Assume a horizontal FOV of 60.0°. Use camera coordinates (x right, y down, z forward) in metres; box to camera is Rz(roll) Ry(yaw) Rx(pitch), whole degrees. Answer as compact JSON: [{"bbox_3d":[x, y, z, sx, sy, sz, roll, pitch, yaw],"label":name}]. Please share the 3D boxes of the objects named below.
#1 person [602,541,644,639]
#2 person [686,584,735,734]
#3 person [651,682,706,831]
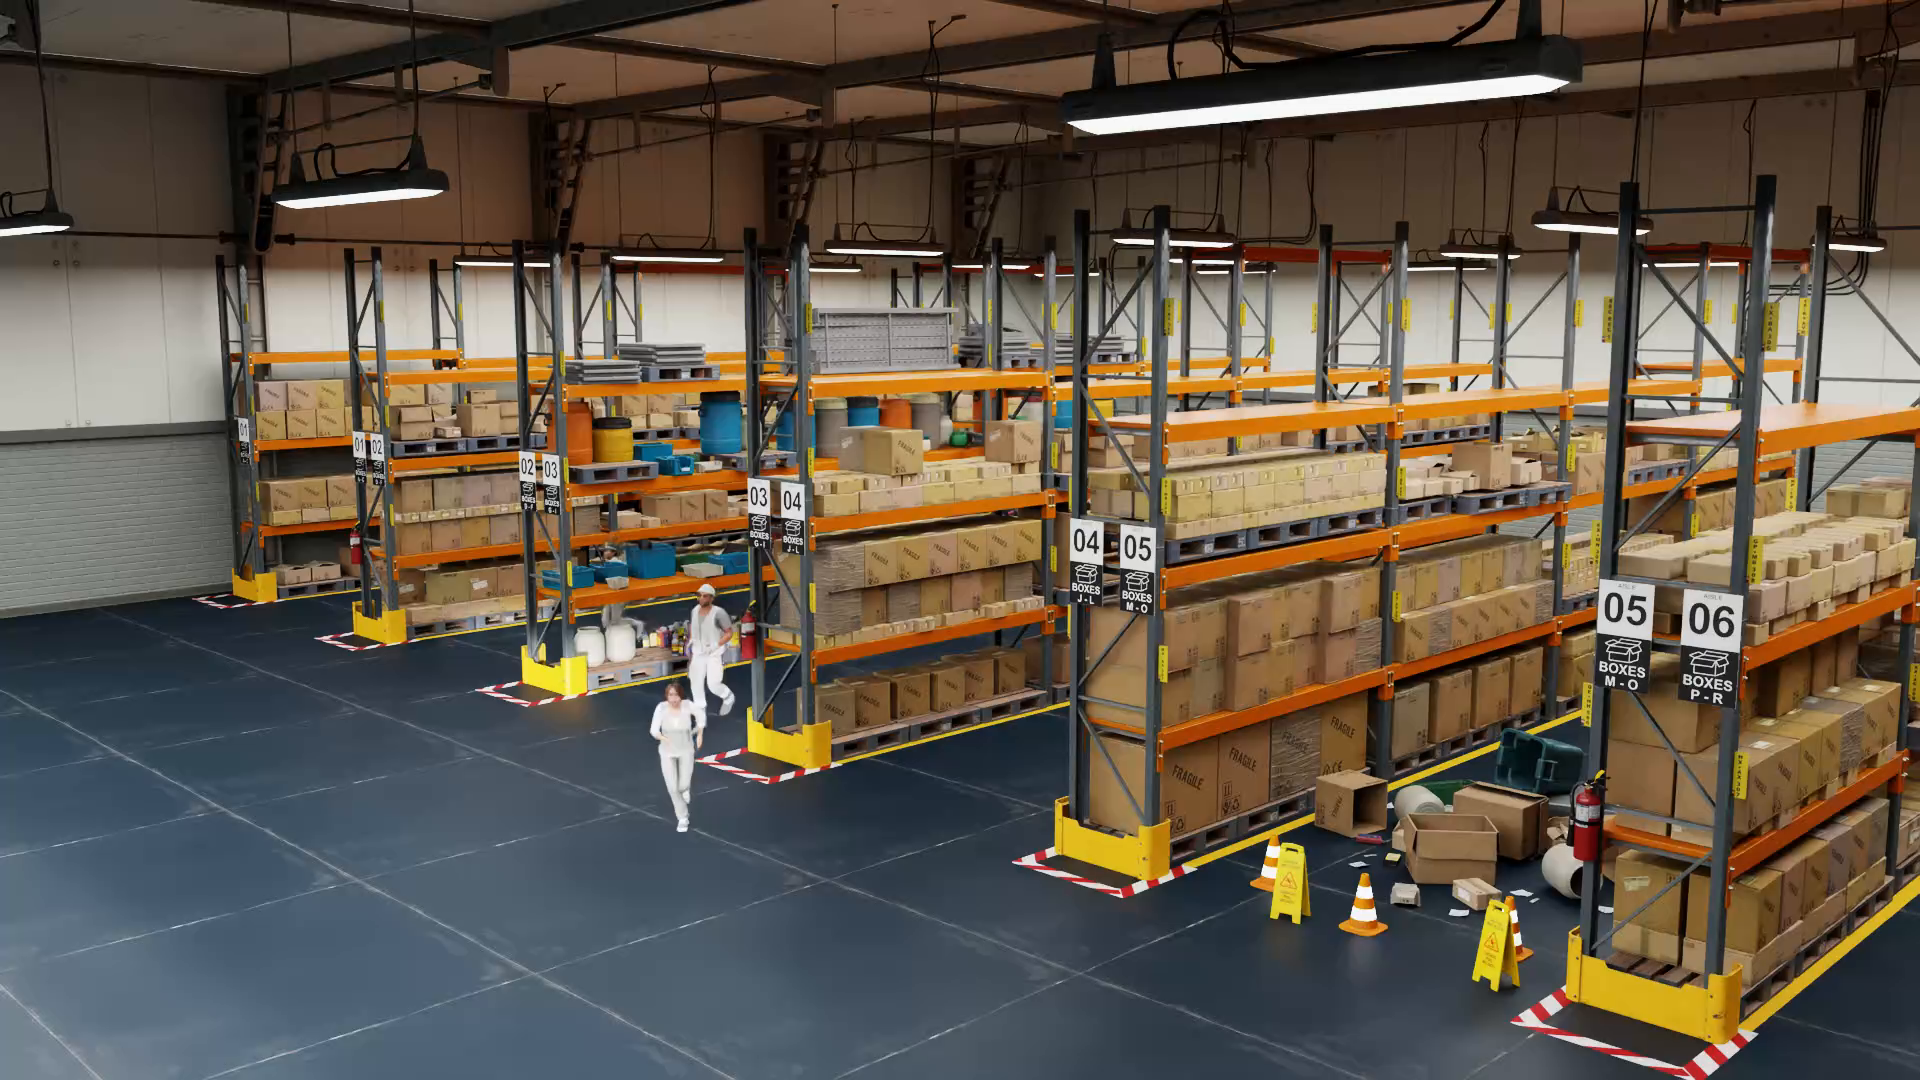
[{"bbox_3d":[-5.133,0.833,24.935,0.738,1.677,0.643,-7,11,-41],"label":"person"},{"bbox_3d":[-3.066,1.415,20.394,0.660,1.796,0.881,3,9,20],"label":"person"},{"bbox_3d":[-2.766,2.116,16.338,0.517,1.534,0.663,-1,8,-4],"label":"person"}]
